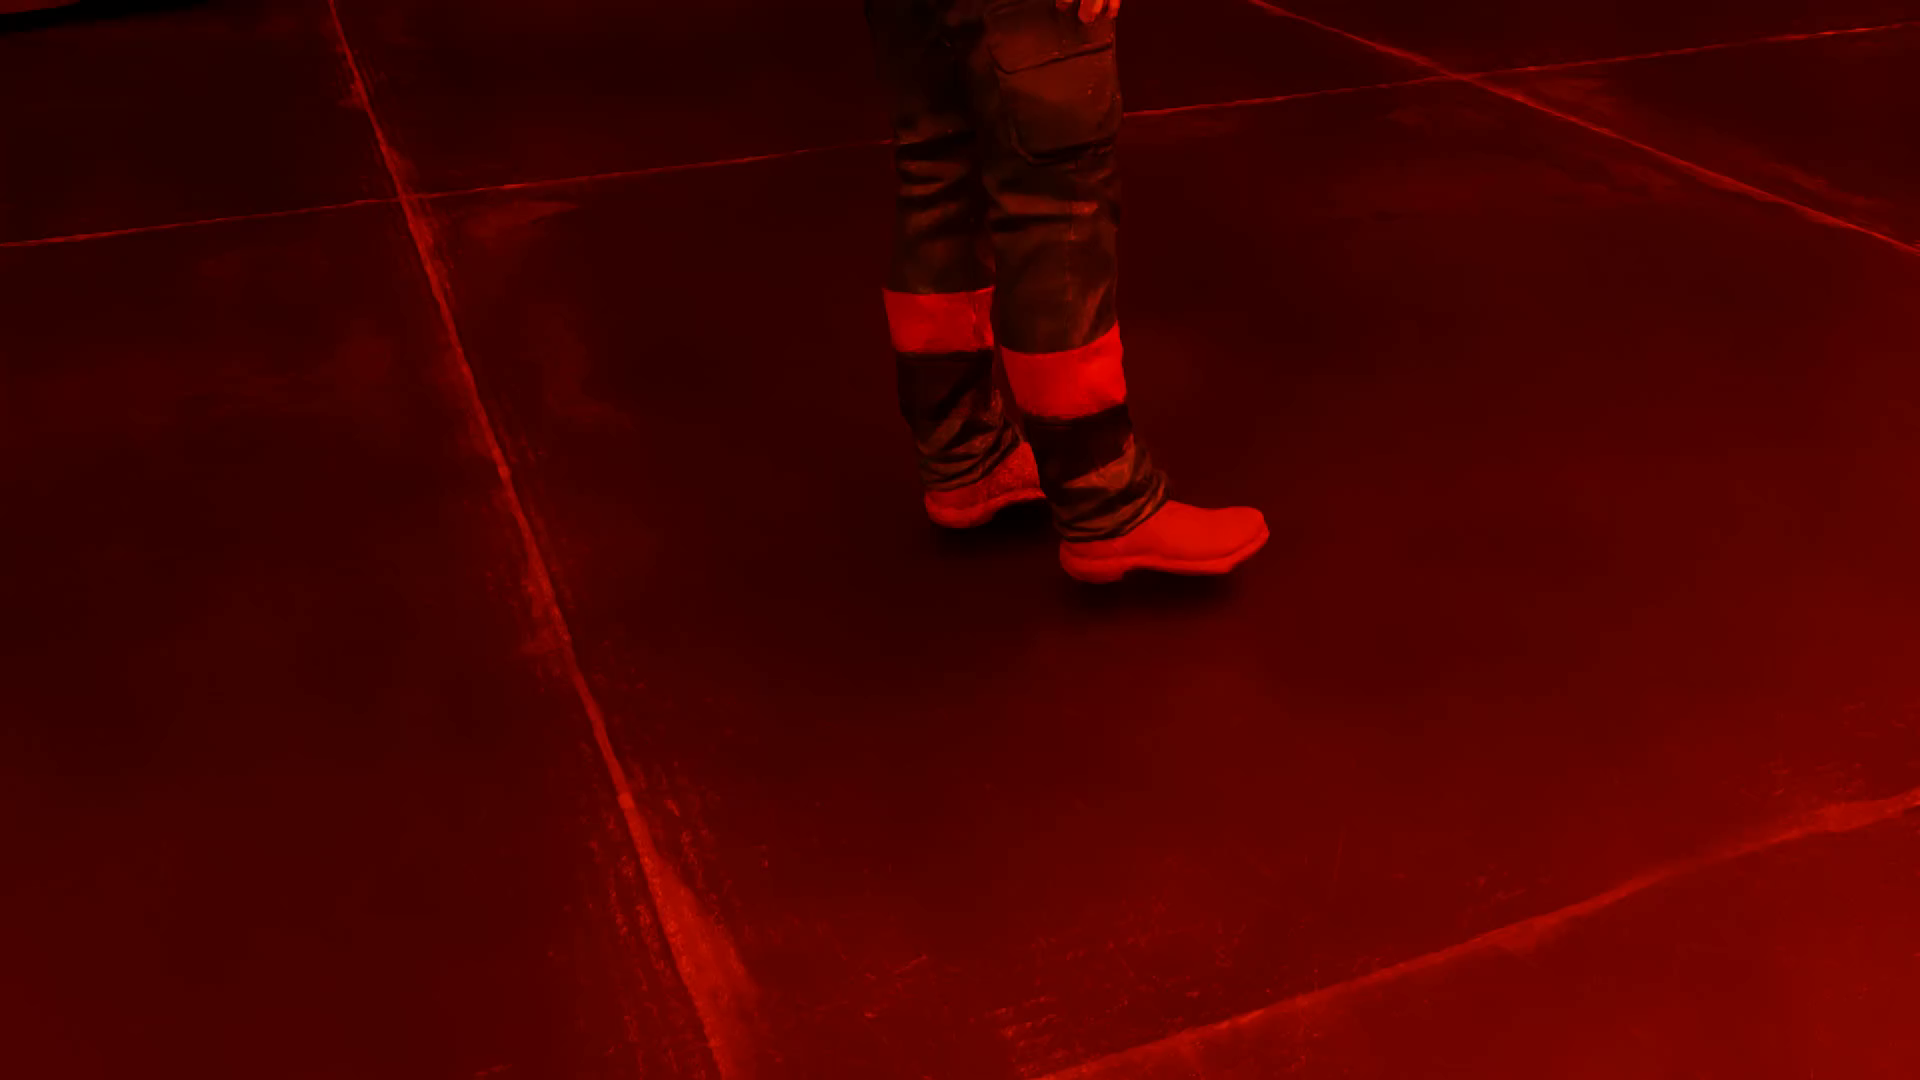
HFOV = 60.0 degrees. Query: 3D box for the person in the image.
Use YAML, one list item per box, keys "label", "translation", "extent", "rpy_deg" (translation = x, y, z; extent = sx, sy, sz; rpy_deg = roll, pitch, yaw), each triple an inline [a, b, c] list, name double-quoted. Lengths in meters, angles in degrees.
- label: "person"
  translation: [0.078, -0.828, 2.052]
  extent: [0.563, 1.787, 0.637]
  rpy_deg: [-11, 32, -19]
